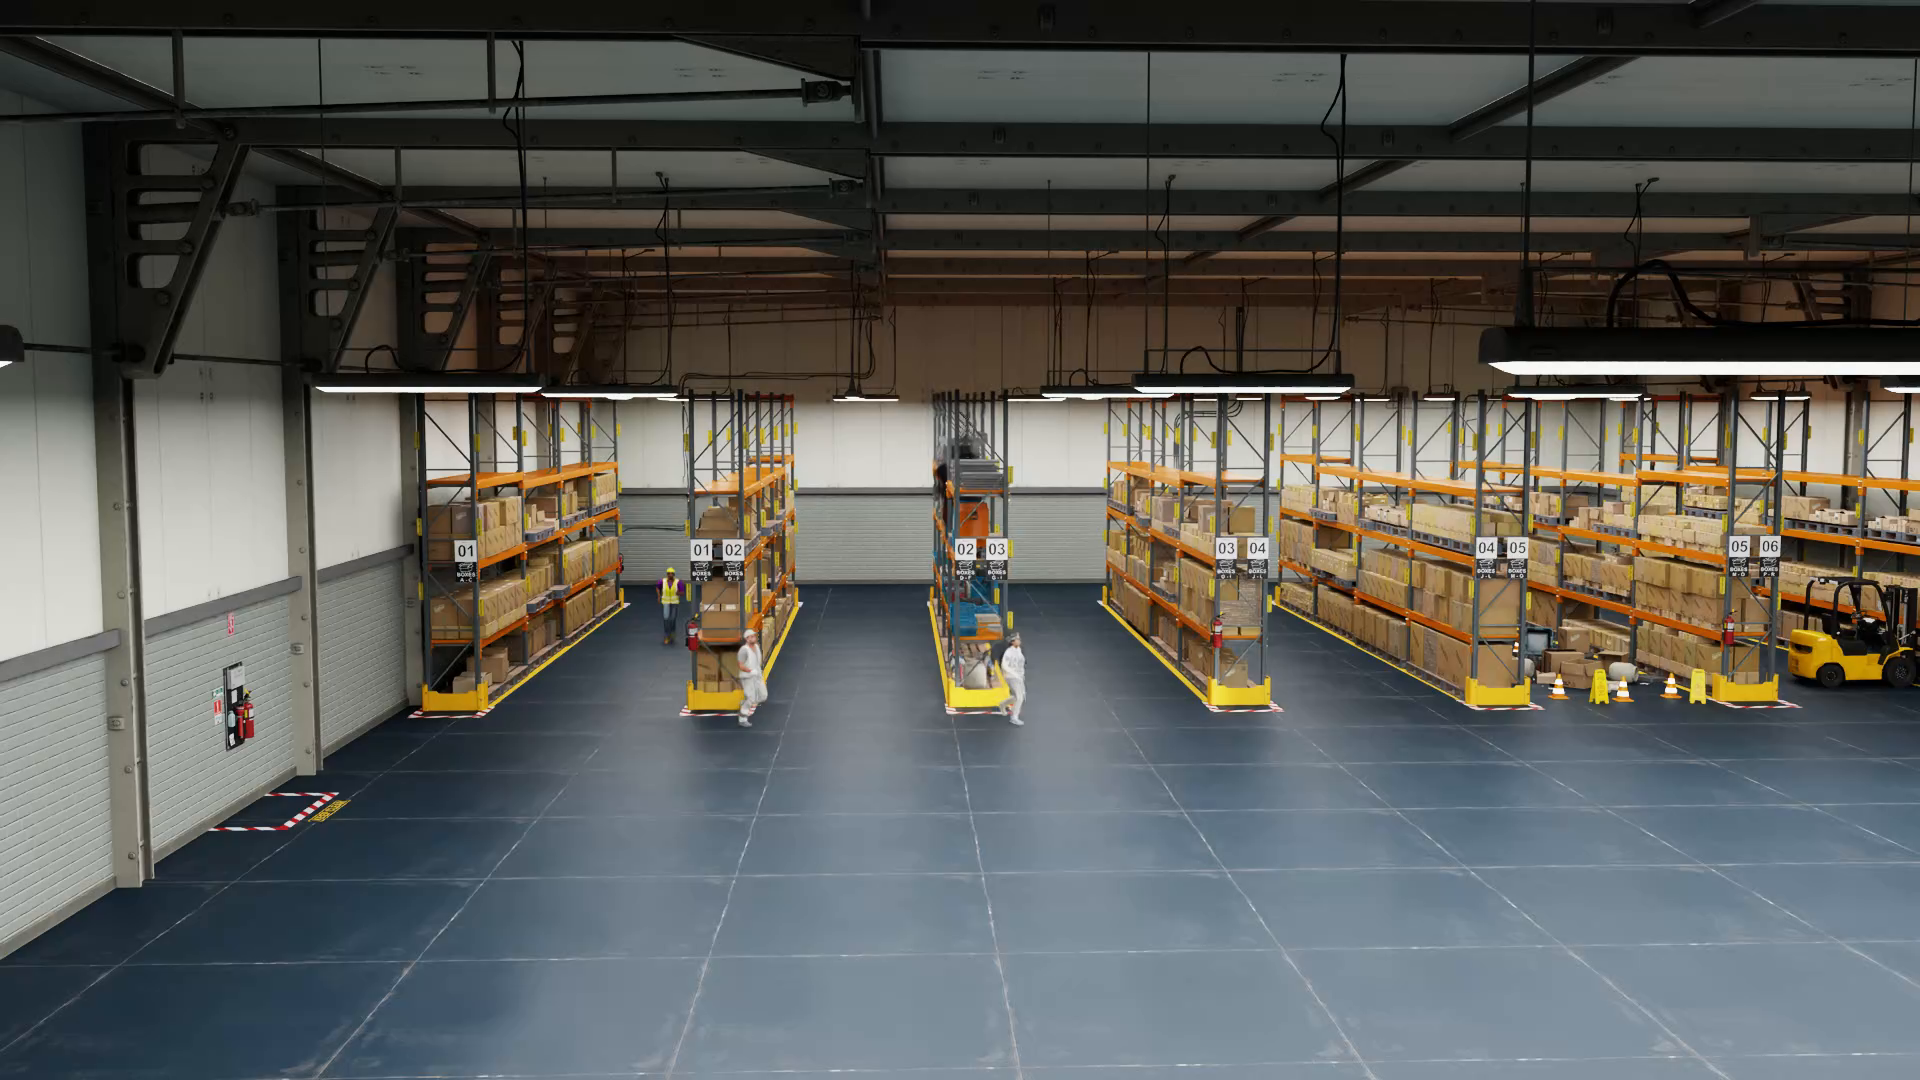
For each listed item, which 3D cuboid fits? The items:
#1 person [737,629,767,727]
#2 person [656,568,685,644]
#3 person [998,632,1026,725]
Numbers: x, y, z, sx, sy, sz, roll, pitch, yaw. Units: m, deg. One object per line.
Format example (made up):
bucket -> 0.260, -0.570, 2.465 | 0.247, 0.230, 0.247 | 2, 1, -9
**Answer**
person -> -3.679, 2.447, 29.559 | 0.663, 1.741, 0.694 | 3, 6, 33
person -> -6.979, 1.576, 40.126 | 0.674, 1.832, 0.785 | -1, 5, -12
person -> 0.929, 2.472, 29.878 | 0.570, 1.656, 0.655 | 3, 5, 29
